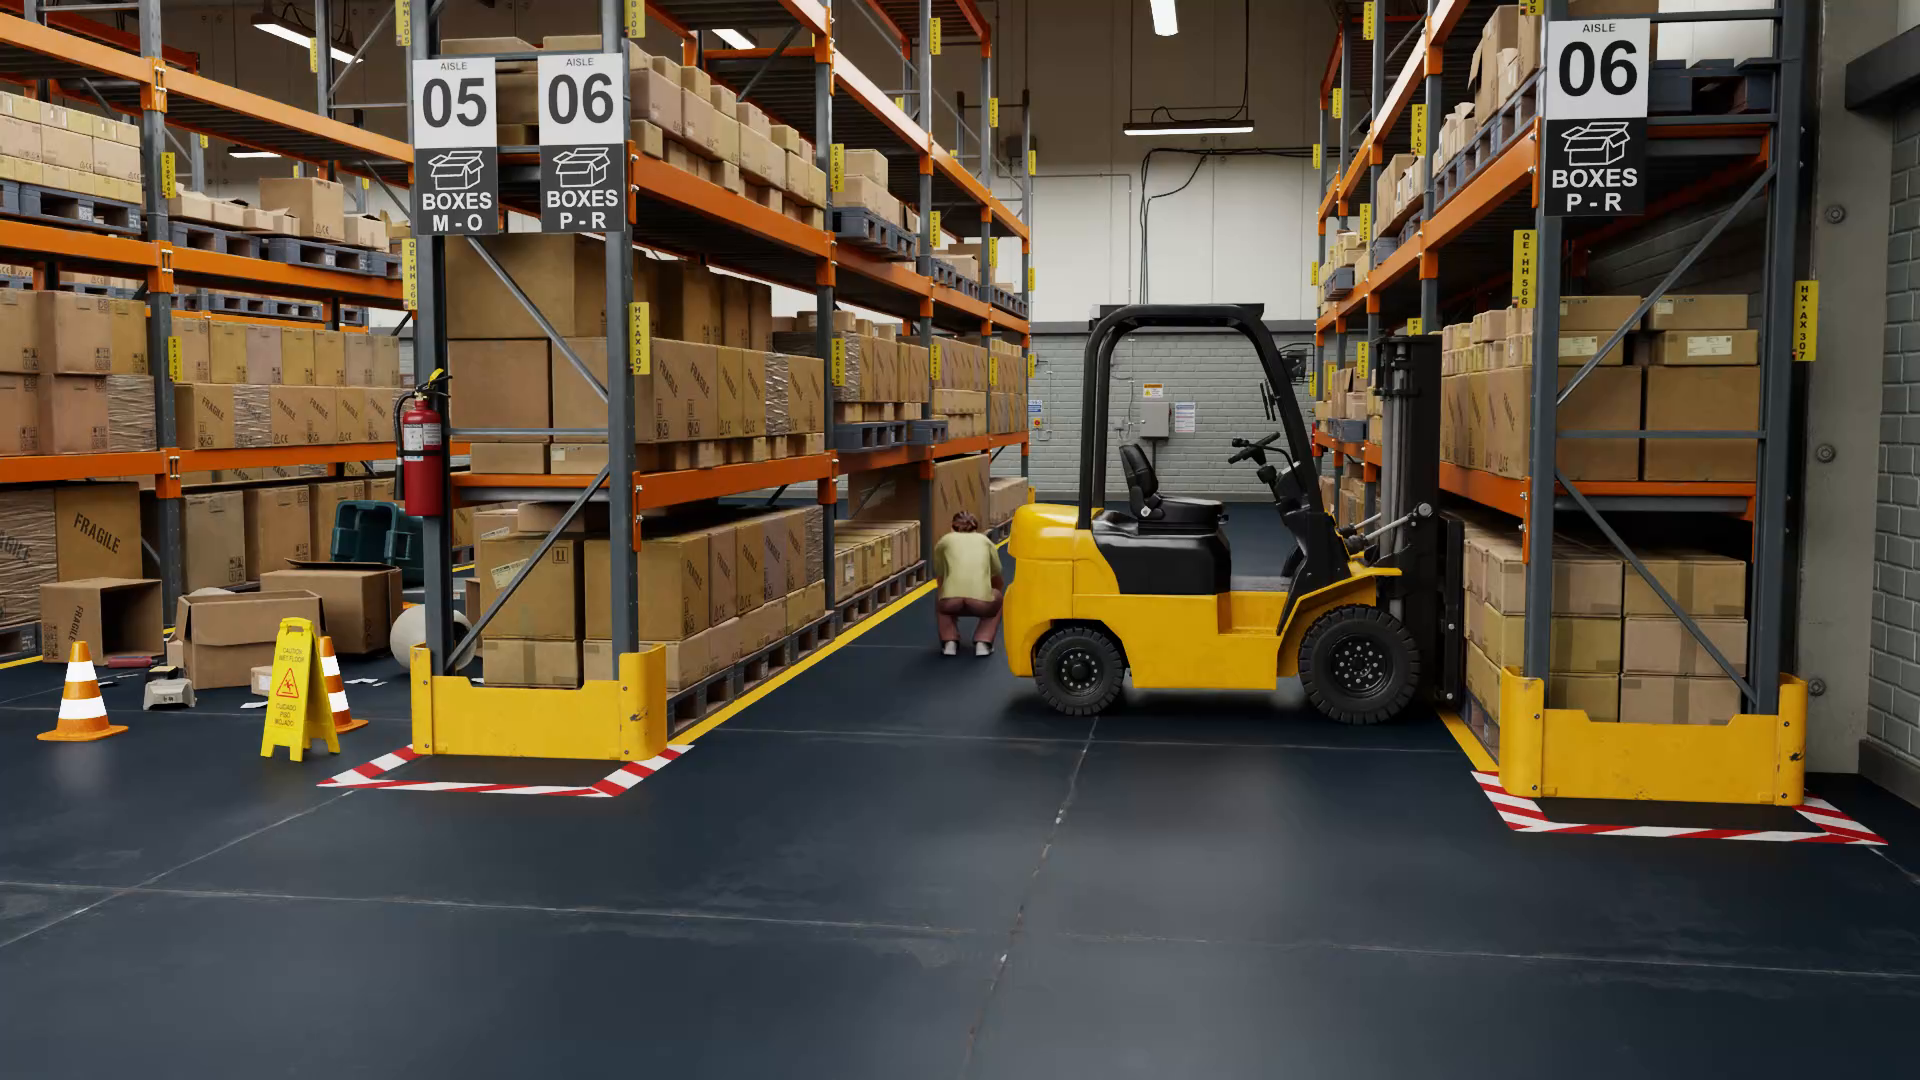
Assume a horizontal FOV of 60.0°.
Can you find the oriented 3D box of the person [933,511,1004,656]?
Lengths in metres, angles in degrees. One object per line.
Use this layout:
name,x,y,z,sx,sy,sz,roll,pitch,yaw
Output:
person,0.049,0.280,11.095,0.488,0.928,0.810,1,5,6
